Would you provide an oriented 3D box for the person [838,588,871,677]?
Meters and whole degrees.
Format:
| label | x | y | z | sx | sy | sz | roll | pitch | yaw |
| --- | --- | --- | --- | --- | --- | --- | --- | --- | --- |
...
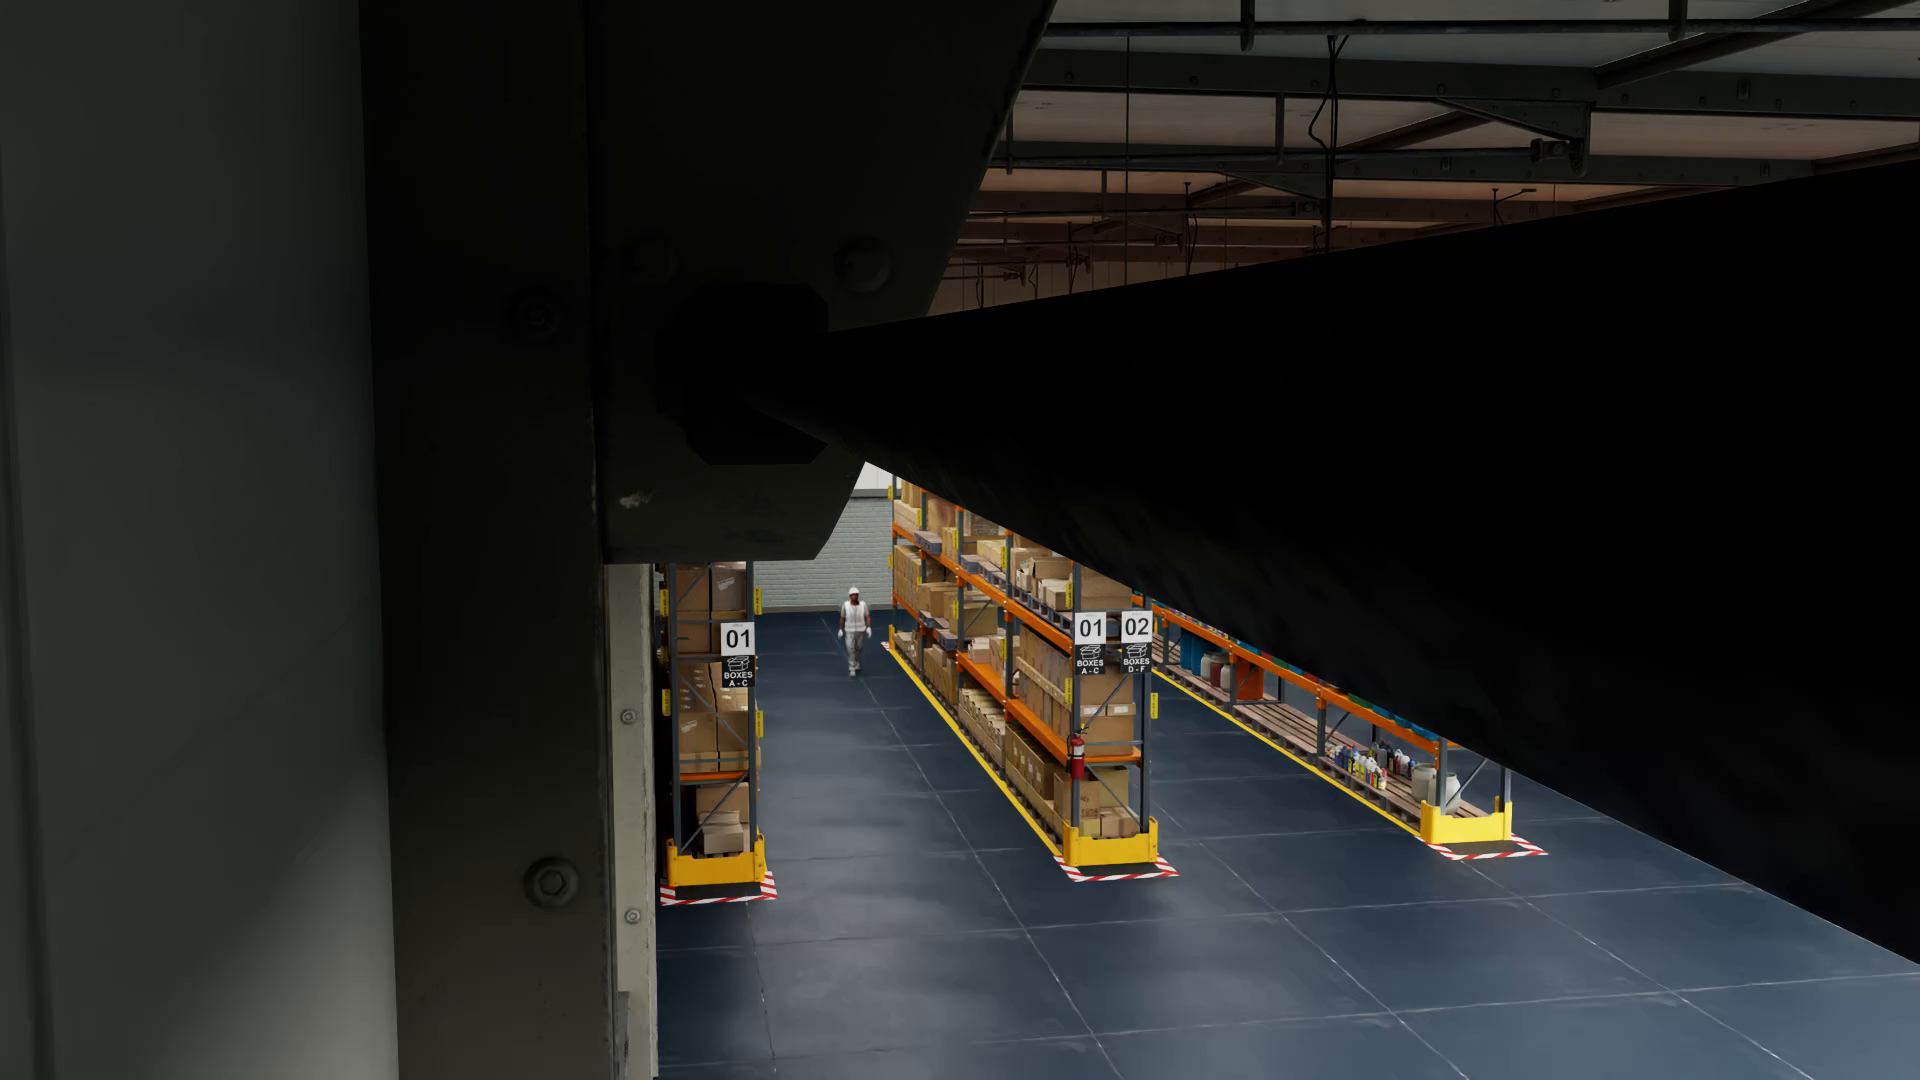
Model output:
| label | x | y | z | sx | sy | sz | roll | pitch | yaw |
| --- | --- | --- | --- | --- | --- | --- | --- | --- | --- |
| person | -2.117 | 1.827 | 33.459 | 0.646 | 1.719 | 1.039 | -1 | 6 | -10 |
